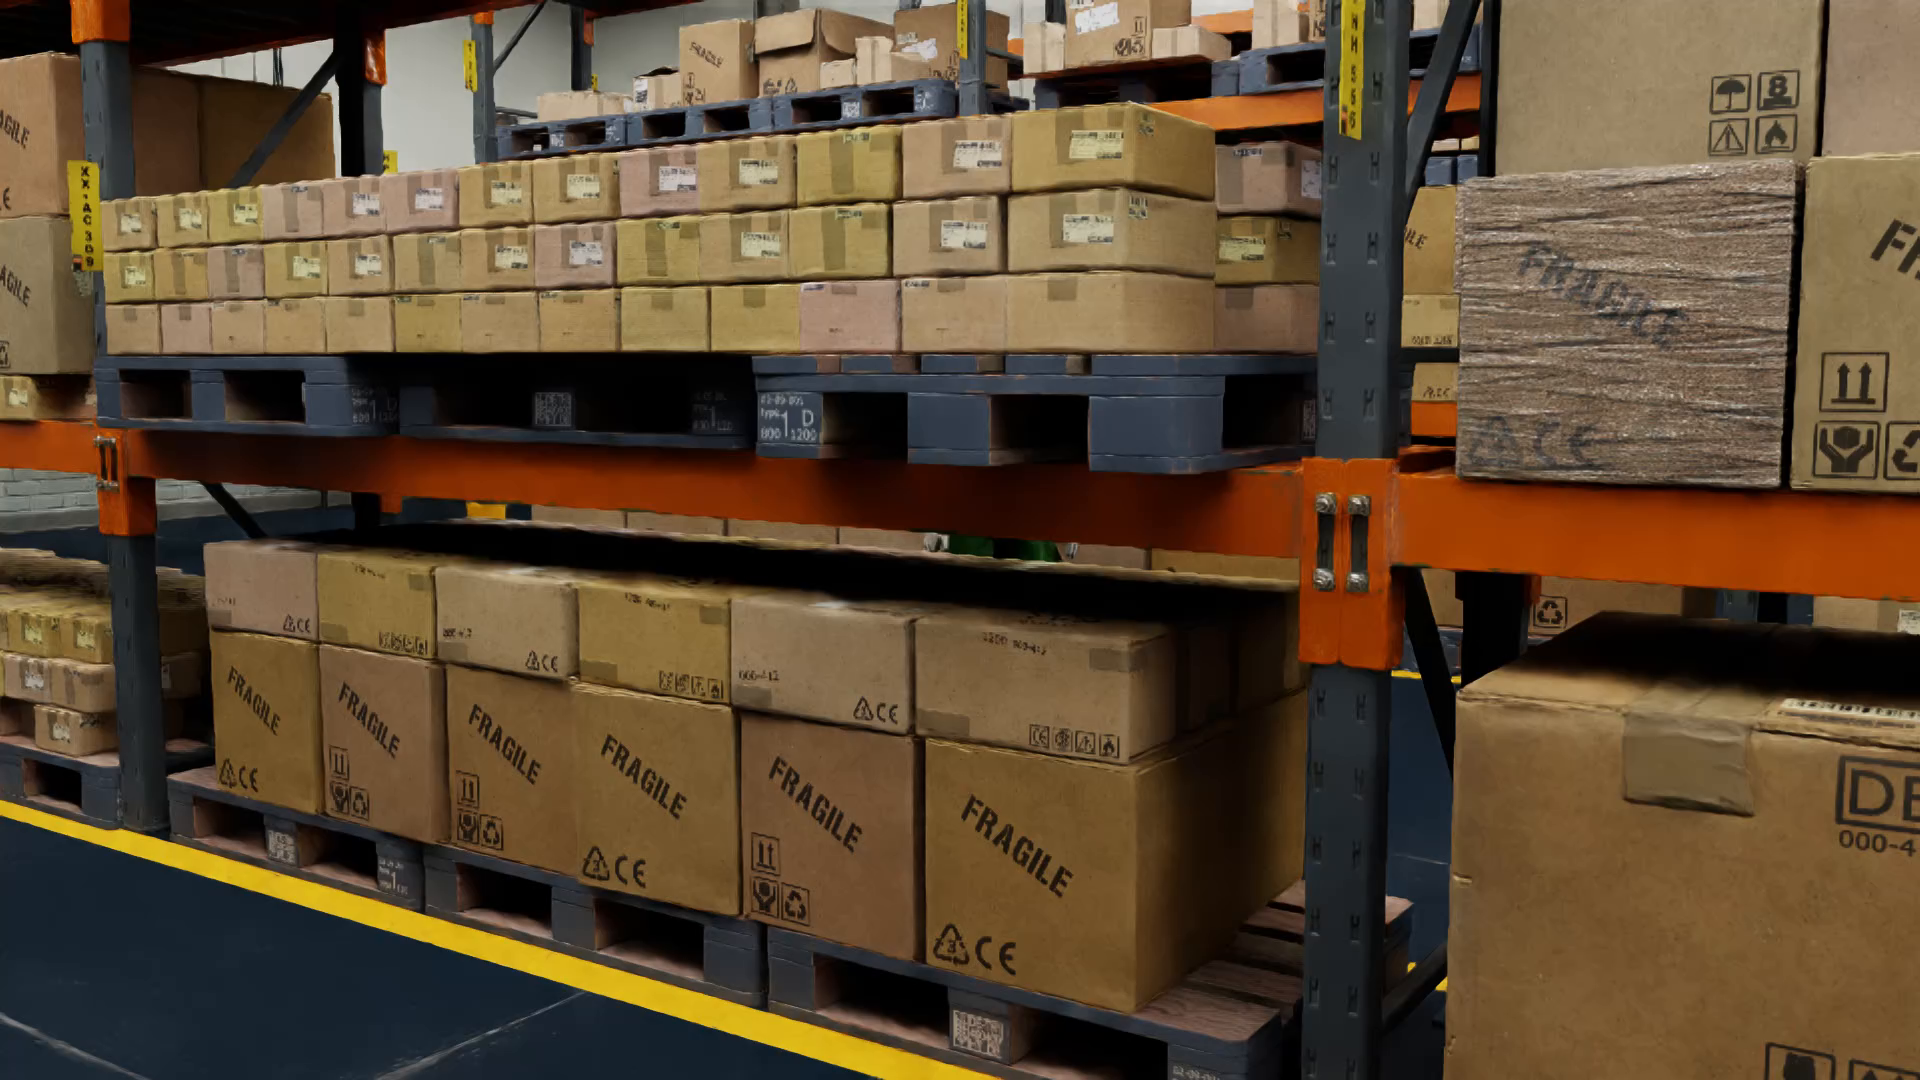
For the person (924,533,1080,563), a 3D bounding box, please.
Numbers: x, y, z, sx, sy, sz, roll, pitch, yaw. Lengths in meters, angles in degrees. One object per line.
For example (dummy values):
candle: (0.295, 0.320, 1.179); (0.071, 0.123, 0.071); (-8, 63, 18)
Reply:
person: (0.156, -0.066, 6.225); (0.598, 1.773, 0.710); (0, 6, 3)
